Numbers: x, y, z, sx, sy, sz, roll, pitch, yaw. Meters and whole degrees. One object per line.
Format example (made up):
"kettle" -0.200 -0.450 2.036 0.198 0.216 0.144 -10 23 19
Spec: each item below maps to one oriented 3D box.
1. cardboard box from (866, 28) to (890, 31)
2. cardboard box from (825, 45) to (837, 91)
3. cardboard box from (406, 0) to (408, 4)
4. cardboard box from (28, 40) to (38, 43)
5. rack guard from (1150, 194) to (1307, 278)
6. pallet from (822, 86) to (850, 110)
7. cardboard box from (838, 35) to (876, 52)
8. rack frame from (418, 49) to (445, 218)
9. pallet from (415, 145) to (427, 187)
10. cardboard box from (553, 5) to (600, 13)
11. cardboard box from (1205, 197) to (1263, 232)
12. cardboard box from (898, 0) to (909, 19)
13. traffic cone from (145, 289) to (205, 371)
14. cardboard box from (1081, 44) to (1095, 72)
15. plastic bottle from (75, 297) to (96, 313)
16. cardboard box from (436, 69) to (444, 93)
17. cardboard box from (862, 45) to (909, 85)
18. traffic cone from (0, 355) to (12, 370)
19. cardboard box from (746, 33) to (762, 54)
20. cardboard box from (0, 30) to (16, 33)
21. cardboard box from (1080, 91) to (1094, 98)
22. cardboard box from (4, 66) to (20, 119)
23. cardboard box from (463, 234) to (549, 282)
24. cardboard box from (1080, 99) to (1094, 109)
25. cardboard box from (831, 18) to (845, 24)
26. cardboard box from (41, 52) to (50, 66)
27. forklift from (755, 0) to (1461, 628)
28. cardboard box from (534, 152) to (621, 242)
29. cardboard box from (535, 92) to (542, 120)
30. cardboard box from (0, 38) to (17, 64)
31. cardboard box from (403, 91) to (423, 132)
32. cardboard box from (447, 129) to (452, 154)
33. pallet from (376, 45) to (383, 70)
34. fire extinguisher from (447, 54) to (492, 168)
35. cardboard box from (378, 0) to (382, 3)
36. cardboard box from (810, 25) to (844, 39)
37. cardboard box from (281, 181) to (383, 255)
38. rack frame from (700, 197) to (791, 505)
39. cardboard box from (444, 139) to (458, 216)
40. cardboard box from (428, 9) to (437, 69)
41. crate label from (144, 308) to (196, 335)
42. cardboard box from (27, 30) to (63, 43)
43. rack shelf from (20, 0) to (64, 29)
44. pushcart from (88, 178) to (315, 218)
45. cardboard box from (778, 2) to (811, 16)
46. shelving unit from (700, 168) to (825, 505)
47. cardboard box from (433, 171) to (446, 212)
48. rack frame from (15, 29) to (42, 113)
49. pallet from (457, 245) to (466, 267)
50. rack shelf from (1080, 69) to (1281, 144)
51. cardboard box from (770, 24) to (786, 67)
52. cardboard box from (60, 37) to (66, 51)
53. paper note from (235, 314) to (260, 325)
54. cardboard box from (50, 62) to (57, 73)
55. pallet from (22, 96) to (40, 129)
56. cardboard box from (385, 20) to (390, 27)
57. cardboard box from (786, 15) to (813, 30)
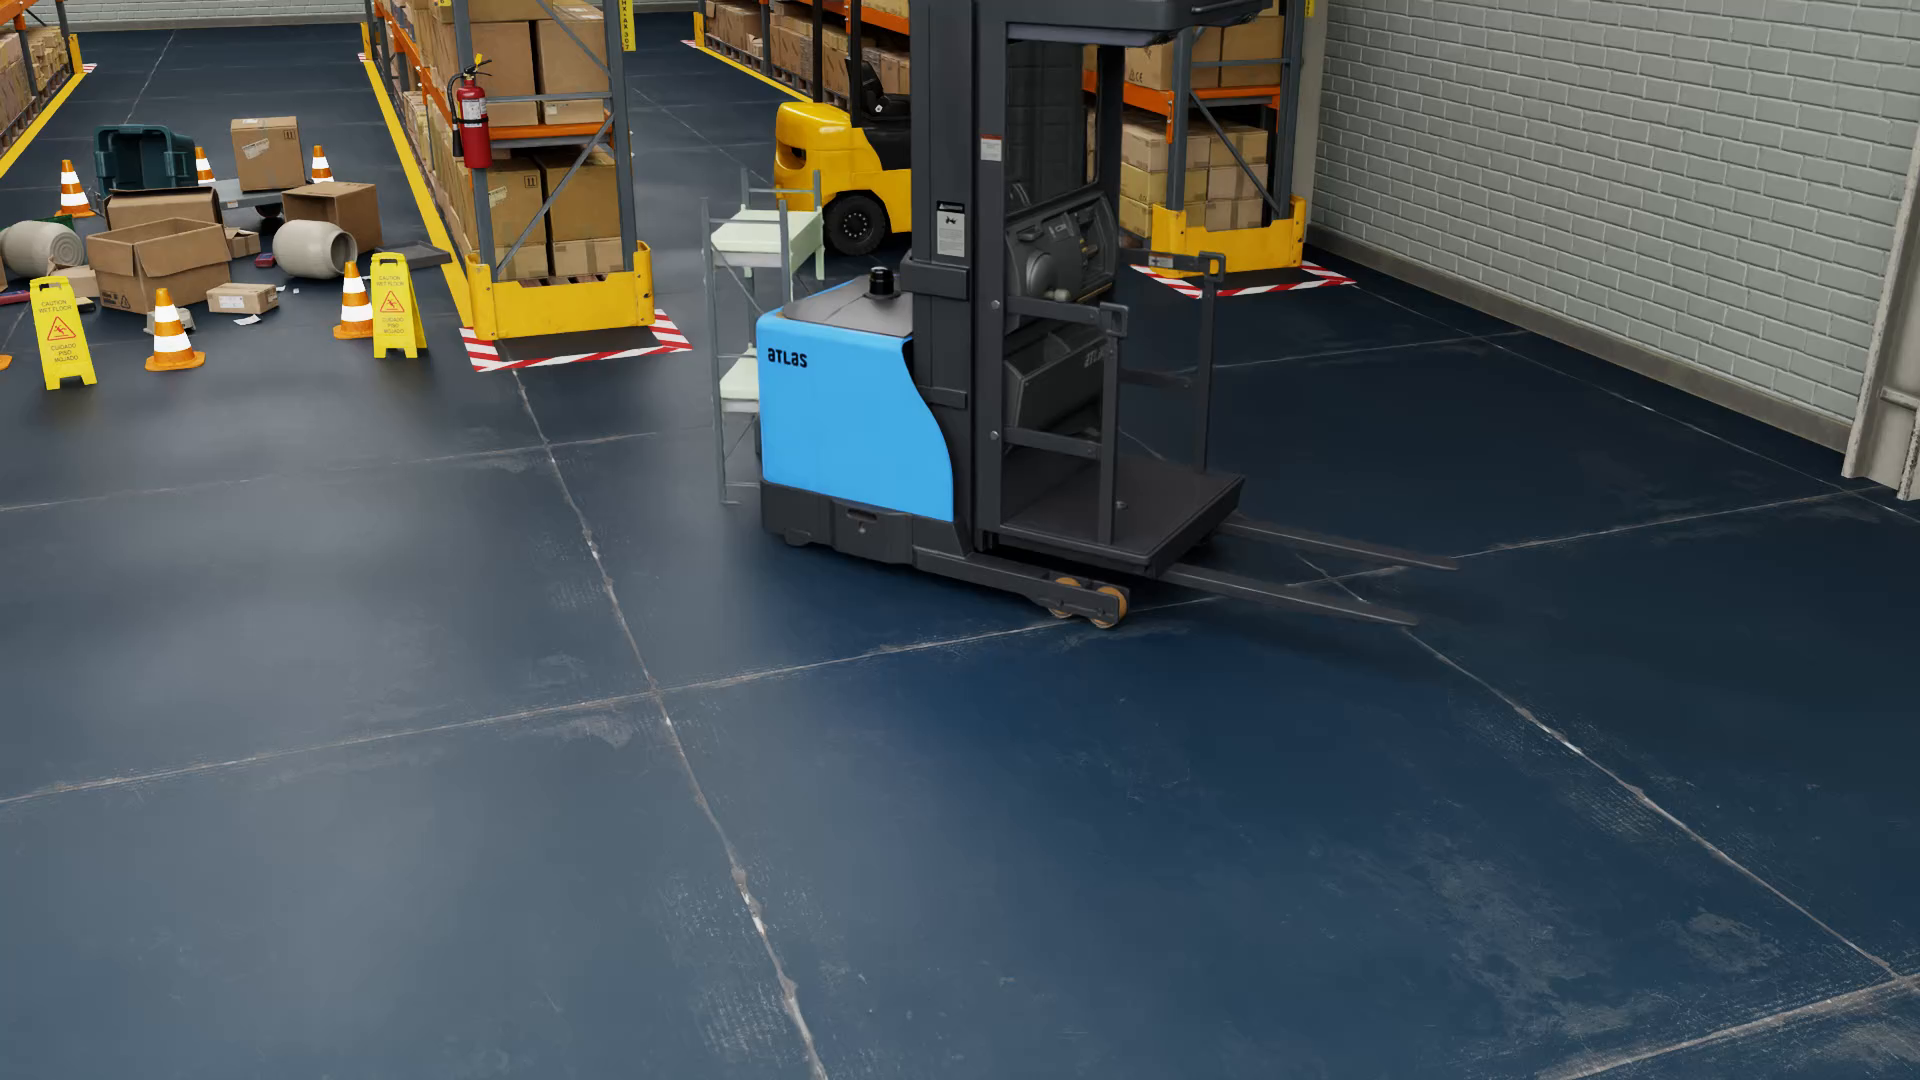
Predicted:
"cardboard box" -0.937 -6.242 20.540 0.380 0.149 0.250 -10 25 -21
"cardboard box" -1.321 -5.727 20.154 0.500 0.500 0.500 -9 24 -20
"cardboard box" -4.764 -5.124 14.992 0.500 0.500 0.500 -7 24 -17
"cardboard box" -11.860 -6.217 21.003 0.380 0.149 0.250 -9 25 -21
"rack guard" 2.031 -2.311 12.589 1.175 0.500 0.348 -8 24 -19
"pallet" -1.032 -5.370 20.218 1.003 0.211 1.213 -8 24 -19
"cardboard box" -1.215 -5.863 19.642 0.380 0.149 0.250 -10 25 -22
"rack frame" -4.033 -4.242 13.953 1.000 3.000 0.127 -8 24 -19
"pallet" -4.744 -3.684 16.219 1.003 0.211 1.213 -8 24 -19
"cardboard box" -2.714 -3.370 11.372 0.500 0.500 0.500 -8 24 -17
"cardboard box" 2.032 -2.603 13.064 0.500 0.250 0.500 -8 24 -19
"cardboard box" -0.333 -5.556 17.263 0.500 0.250 0.500 -8 24 -17
"traffic cone" -4.897 -1.323 10.294 0.336 0.463 0.334 -8 24 -19
"cardboard box" 1.247 -4.036 13.335 0.500 0.500 0.500 -9 24 -20
"plastic bottle" -6.122 -1.641 11.565 0.133 0.061 0.283 -18 29 -37
"cardboard box" -3.664 -3.414 12.312 0.380 0.149 0.250 -8 24 -19
"cardboard box" -0.596 -5.249 18.858 0.875 0.625 0.625 -8 24 -17
"traffic cone" -6.074 -1.292 10.219 0.336 0.463 0.334 -8 24 -19
"cardboard box" -2.815 -7.057 23.611 0.396 0.266 0.258 -7 24 -17
"cardboard box" -12.790 -6.720 22.196 0.380 0.149 0.250 -8 24 -18
"cardboard box" 1.323 -3.792 14.597 0.500 0.250 0.500 -8 24 -19
"cardboard box" -10.599 -4.867 18.113 0.500 0.500 0.500 -9 24 -20
"cardboard box" -3.166 -1.981 11.588 0.500 0.250 0.500 -8 24 -19
"cardboard box" 1.022 -3.535 13.987 0.500 0.250 0.500 -9 24 -20
"cardboard box" -1.463 -6.699 21.625 0.380 0.149 0.250 -8 24 -18
"cardboard box" -11.774 -6.091 21.086 0.380 0.149 0.250 -9 24 -19
"forklift" 0.613 -1.223 6.879 3.031 2.935 1.130 13 26 27
"cardboard box" -2.655 -2.401 11.618 0.500 0.500 0.500 -9 25 -21
"cardboard box" -2.649 -2.915 11.127 0.380 0.149 0.250 -8 24 -18
"cardboard box" -10.786 -5.396 18.403 0.500 0.250 0.500 -7 24 -16
"cardboard box" -5.256 -4.472 17.340 0.950 0.372 0.625 -10 25 -23
"cardboard box" -3.425 -2.831 11.804 0.380 0.149 0.250 -8 24 -18
"pallet" -7.917 -7.038 24.176 1.003 0.211 1.213 -8 24 -19
"fire extinguisher" -3.011 -2.649 10.271 0.296 0.674 0.183 -8 24 -19
"cardboard box" -6.433 -6.325 19.087 0.500 0.250 0.500 -9 24 -20
"cardboard box" -1.658 -6.349 20.794 0.380 0.149 0.250 -10 25 -22
"cardboard box" -4.928 -2.516 13.072 0.500 0.500 0.500 8 24 18
"rack frame" -0.985 -0.864 7.868 0.400 1.500 0.023 3 23 7
"cardboard box" -3.506 -2.690 12.304 0.500 0.500 0.500 -9 24 -20
"cardboard box" -3.577 -3.683 12.115 0.500 0.500 0.500 -8 24 -18
"crate label" -5.233 -1.450 11.015 0.298 0.136 0.250 18 29 36
"cardboard box" -12.198 -6.707 22.165 0.380 0.149 0.250 -9 24 -20
"rack shelf" -12.161 -6.829 21.015 1.077 0.370 4.000 -8 24 -19
"pushcart" -6.149 -2.703 13.677 1.648 0.377 0.936 -18 29 -37
"cardboard box" -2.203 -7.055 22.085 0.380 0.149 0.250 -10 25 -22
"shelving unit" -0.937 -1.005 8.203 0.431 1.500 0.755 3 23 7
"cardboard box" -4.077 -2.917 13.809 0.500 0.250 0.500 -10 25 -21
"rack frame" -11.455 -6.433 19.152 1.000 3.000 0.127 -8 24 -19
"pallet" -3.328 -2.274 12.874 1.003 0.211 1.213 -8 24 -19
"rack shelf" 1.316 -3.867 13.988 1.077 0.370 4.000 -8 24 -19
"cardboard box" -2.257 -6.667 22.383 0.500 0.500 0.500 -7 24 -17
"cardboard box" -12.414 -6.751 22.652 0.380 0.149 0.250 -9 24 -20
"paper note" -4.816 -1.491 11.249 0.148 0.019 0.142 -18 29 -37
"cardboard box" -11.962 -6.142 21.591 0.380 0.149 0.250 -8 24 -18
"pallet" -11.178 -4.866 19.022 1.003 0.211 1.213 -8 24 -19
"cardboard box" -7.615 -7.058 23.392 0.875 0.438 0.875 -8 24 -18
"cardboard box" -2.068 -6.824 21.920 0.380 0.149 0.250 -10 25 -22
